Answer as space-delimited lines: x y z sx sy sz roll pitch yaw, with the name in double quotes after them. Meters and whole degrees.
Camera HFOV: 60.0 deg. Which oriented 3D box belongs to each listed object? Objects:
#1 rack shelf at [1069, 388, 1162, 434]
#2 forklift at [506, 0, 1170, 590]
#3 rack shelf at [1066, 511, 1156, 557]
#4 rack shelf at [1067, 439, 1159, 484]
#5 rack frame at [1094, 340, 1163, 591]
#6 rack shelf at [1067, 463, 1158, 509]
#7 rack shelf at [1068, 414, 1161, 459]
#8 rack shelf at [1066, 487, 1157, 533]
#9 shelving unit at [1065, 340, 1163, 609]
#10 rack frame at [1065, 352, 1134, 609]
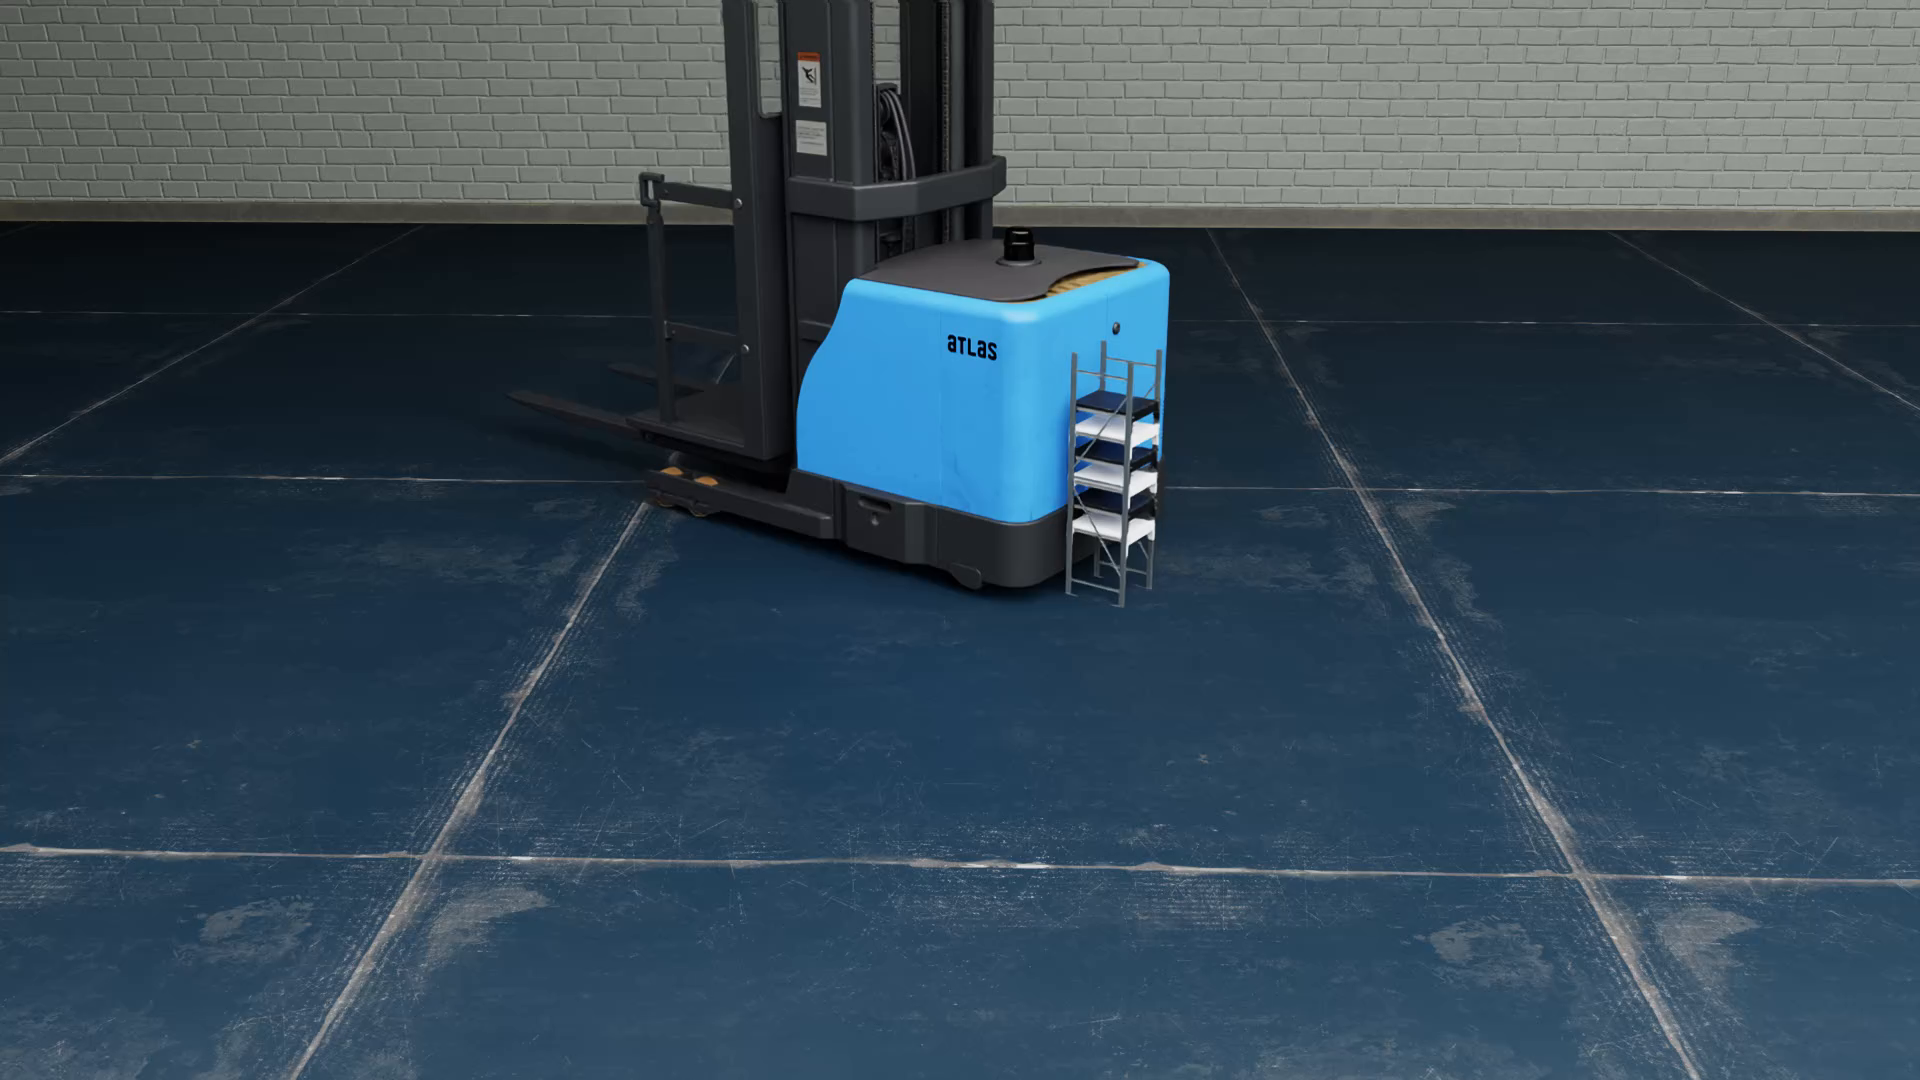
0.540 -0.450 5.791 0.258 0.077 0.200 14 25 32 "rack shelf"
-0.678 -1.595 6.587 3.031 2.935 1.130 15 26 34 "forklift"
0.540 -0.031 5.954 0.258 0.077 0.200 14 25 32 "rack shelf"
0.540 -0.283 5.856 0.258 0.077 0.200 14 25 32 "rack shelf"
0.597 -0.260 5.955 0.240 0.900 0.006 14 25 32 "rack frame"
0.540 -0.199 5.889 0.258 0.077 0.200 14 25 32 "rack shelf"
0.540 -0.367 5.824 0.258 0.077 0.200 14 25 32 "rack shelf"
0.540 -0.115 5.922 0.258 0.077 0.200 14 25 32 "rack shelf"
0.540 -0.230 5.877 0.258 0.900 0.210 14 25 32 "shelving unit"
0.483 -0.199 5.799 0.240 0.900 0.006 14 25 32 "rack frame"
